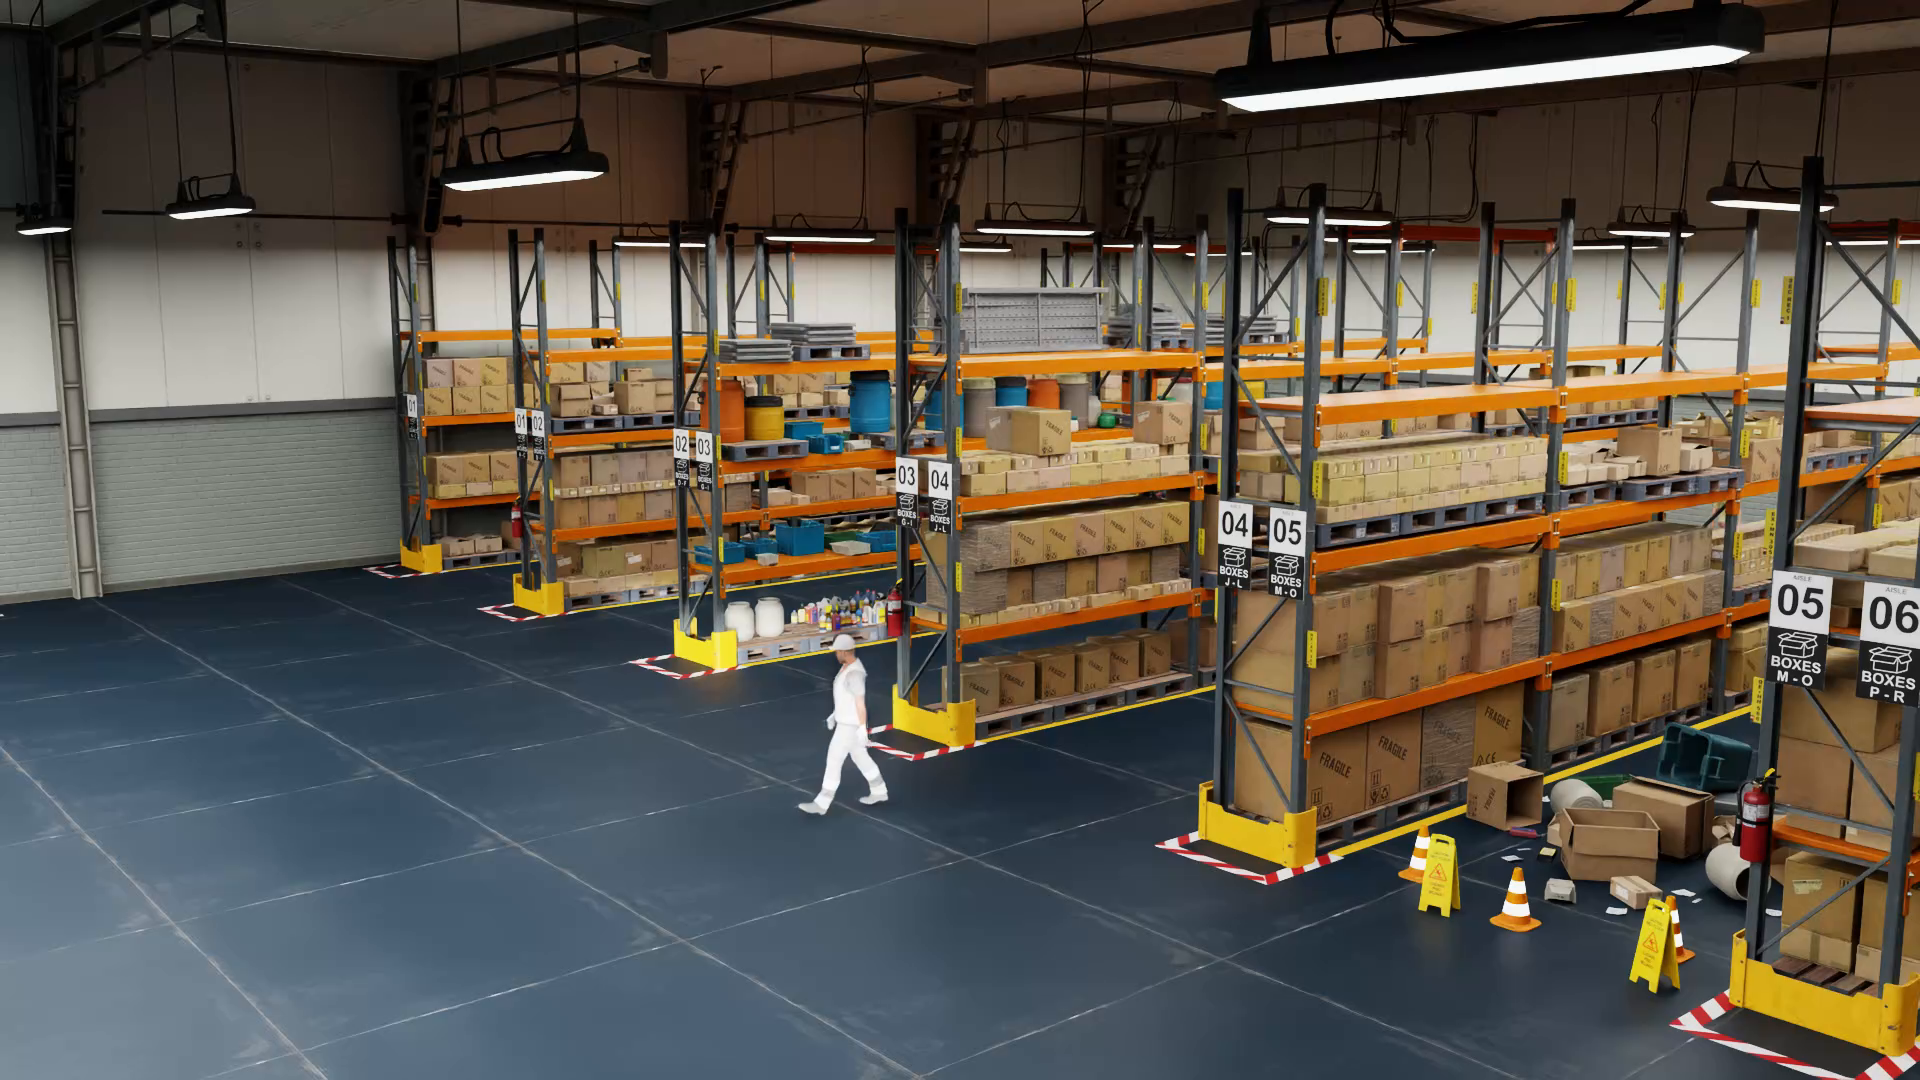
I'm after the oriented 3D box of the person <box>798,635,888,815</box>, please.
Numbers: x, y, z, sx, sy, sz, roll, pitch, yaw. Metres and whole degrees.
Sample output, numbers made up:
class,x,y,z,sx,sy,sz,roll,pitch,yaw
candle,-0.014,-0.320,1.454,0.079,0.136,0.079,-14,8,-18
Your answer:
class,x,y,z,sx,sy,sz,roll,pitch,yaw
person,-1.162,1.797,16.402,0.916,1.751,0.619,-1,9,-9

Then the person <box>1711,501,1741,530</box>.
class,x,y,z,sx,sy,sz,roll,pitch,yaw
person,14.258,-0.342,30.844,0.443,1.558,1.052,-1,9,-7
